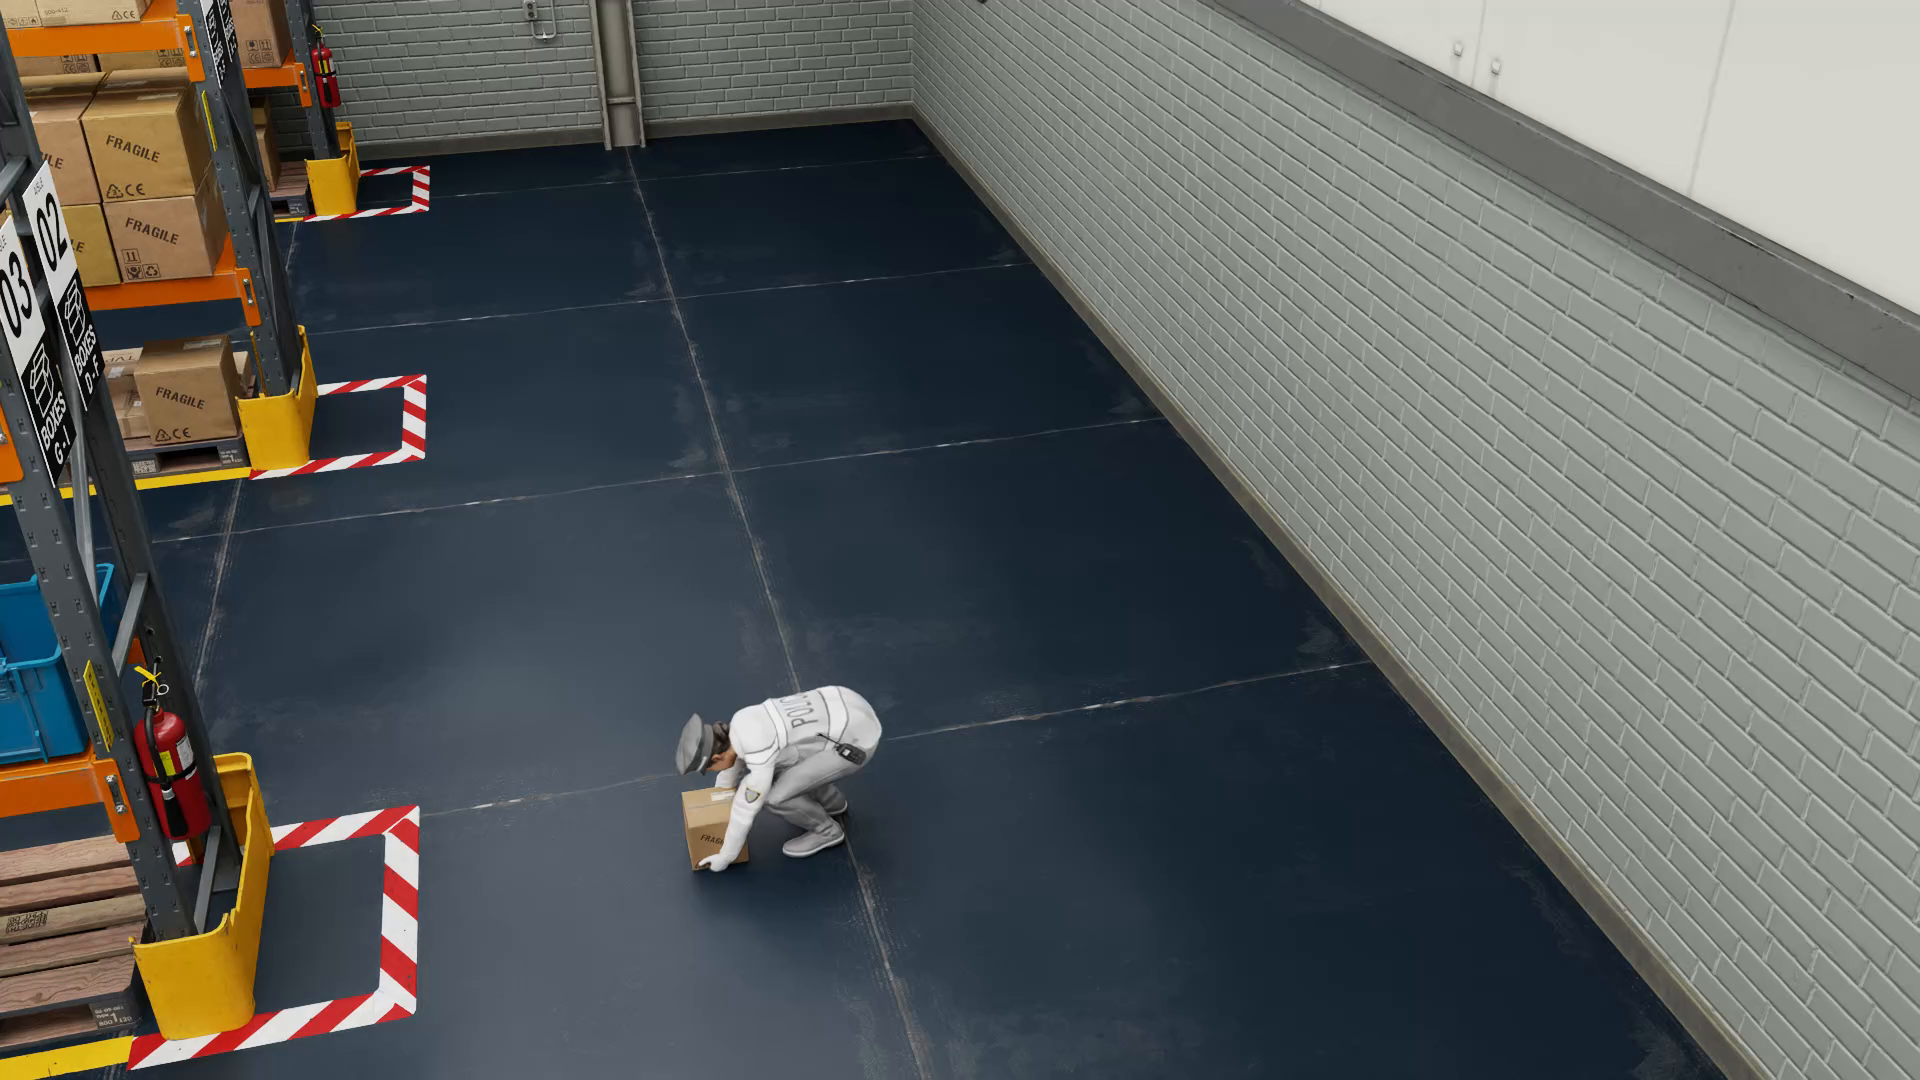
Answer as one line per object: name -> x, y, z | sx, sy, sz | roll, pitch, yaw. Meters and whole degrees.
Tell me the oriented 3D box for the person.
person -> -0.800, 1.039, 7.388 | 0.914, 0.759, 0.445 | -9, 32, -14
